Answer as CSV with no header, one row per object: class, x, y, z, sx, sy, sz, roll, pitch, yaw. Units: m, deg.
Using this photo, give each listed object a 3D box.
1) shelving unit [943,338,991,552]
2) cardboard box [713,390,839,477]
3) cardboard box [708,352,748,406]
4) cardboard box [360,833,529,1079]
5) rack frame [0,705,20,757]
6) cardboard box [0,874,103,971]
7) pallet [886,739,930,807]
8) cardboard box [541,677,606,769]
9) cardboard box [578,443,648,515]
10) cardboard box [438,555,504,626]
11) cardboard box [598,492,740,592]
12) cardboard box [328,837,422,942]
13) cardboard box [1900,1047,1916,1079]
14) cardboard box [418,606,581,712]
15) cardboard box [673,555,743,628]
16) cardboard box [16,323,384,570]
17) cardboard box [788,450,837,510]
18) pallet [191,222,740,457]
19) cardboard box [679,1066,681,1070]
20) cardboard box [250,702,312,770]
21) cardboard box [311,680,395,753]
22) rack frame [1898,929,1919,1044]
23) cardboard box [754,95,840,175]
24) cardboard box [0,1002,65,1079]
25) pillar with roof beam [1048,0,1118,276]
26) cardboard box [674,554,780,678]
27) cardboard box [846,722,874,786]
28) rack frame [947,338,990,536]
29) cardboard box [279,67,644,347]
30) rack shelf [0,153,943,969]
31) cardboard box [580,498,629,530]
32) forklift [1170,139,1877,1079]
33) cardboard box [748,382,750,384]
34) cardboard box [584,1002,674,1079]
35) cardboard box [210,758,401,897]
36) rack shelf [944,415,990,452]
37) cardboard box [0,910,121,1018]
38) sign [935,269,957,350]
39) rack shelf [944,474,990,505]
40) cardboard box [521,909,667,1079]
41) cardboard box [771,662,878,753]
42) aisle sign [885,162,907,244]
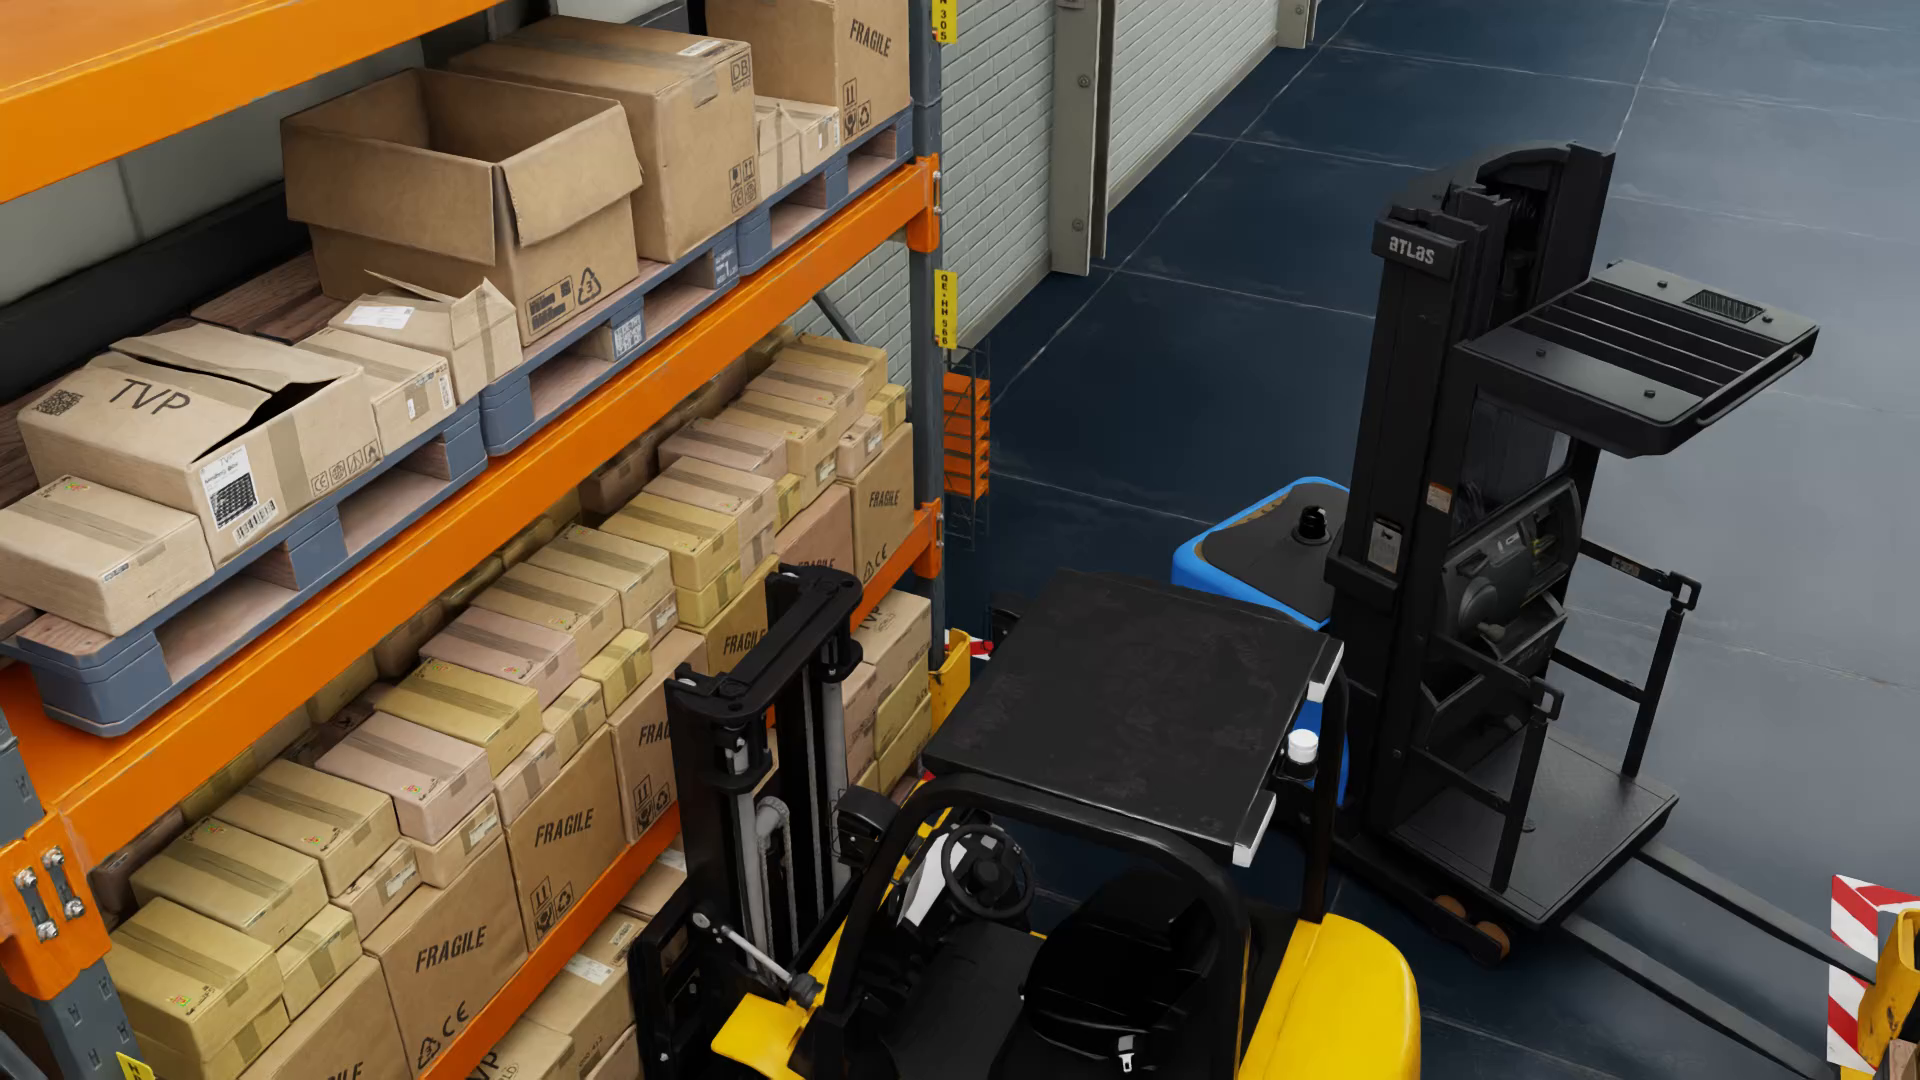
shelving unit,0.006,-0.509,8.800,0.258,1.200,0.189,14,36,20
cardboard box,-0.663,-0.389,6.023,0.380,0.149,0.250,15,36,22
cardboard box,-1.048,-0.646,6.415,0.380,0.149,0.250,15,36,22
cardboard box,-1.593,1.081,4.643,0.500,0.500,0.500,15,36,21
rack frame,-2.219,-0.962,2.379,1.000,3.000,0.127,14,36,20
cardboard box,-2.359,0.881,4.085,0.380,0.149,0.250,14,36,21
pallet,-0.827,1.111,7.231,1.003,0.211,1.213,14,36,20
cardboard box,-1.285,0.505,4.931,0.380,0.149,0.250,13,35,19
cardboard box,-1.322,-0.250,5.811,0.380,0.149,0.250,15,36,22
cardboard box,-1.660,0.132,5.228,0.380,0.149,0.250,15,36,22
cardboard box,-0.946,0.003,5.425,0.380,0.149,0.250,15,36,21
cardboard box,-1.656,0.870,4.373,0.380,0.149,0.250,14,36,20
cardboard box,3.376,2.004,5.451,0.500,0.250,0.500,14,36,20
cardboard box,-1.349,0.359,4.881,0.380,0.149,0.250,14,36,20
cardboard box,-0.950,0.123,5.512,0.380,0.149,0.250,14,36,21
cardboard box,-1.649,-0.246,3.630,0.500,0.311,0.500,15,36,21
cardboard box,-0.680,-0.272,6.115,0.380,0.149,0.250,15,36,21
pallet,-1.374,-0.707,4.806,1.003,0.211,1.213,14,36,20
cardboard box,-1.086,1.592,6.080,0.500,0.250,0.500,15,36,22
cardboard box,-2.070,0.492,4.679,0.380,0.149,0.250,13,36,20
cardboard box,-1.864,0.512,4.919,0.380,0.149,0.250,15,36,22
rack frame,3.965,0.692,5.328,1.000,3.000,0.127,14,36,20
cardboard box,-0.616,-1.330,5.430,0.380,0.149,0.250,13,35,19
cardboard box,-2.276,1.219,4.432,0.500,0.500,0.500,14,36,20
pillar with roof beam,4.765,-4.815,8.254,9.100,9.000,0.400,14,36,20
cardboard box,-0.952,0.330,5.789,0.500,0.500,0.500,13,36,20
cardboard box,-0.684,0.881,6.707,0.500,0.250,0.500,14,36,20
rack frame,0.044,-0.555,8.870,0.240,1.200,0.006,14,36,20
cardboard box,-1.308,-0.914,4.473,0.797,0.503,0.637,15,36,22
rack shelf,-1.382,-0.403,4.918,1.077,0.370,4.000,14,36,20
cardboard box,-1.416,-0.159,5.943,0.380,0.149,0.250,15,36,21
forklift,2.259,0.130,6.247,1.130,2.935,3.031,-27,42,-34
cardboard box,-0.923,-0.649,6.690,0.380,0.149,0.250,13,36,19
cardboard box,-1.306,1.643,5.546,0.500,0.250,0.500,14,36,20
cardboard box,-1.690,0.739,4.302,0.380,0.149,0.250,14,36,20
rack shelf,0.006,-0.572,8.759,0.258,0.103,0.180,14,36,20
cardboard box,-2.317,1.015,4.152,0.380,0.149,0.250,14,36,20
sign,-0.058,-0.897,6.479,0.100,0.325,0.005,14,36,20
rack shelf,0.006,-0.271,8.956,0.258,0.103,0.180,14,36,20
cardboard box,-1.310,1.431,5.413,0.500,0.250,0.500,15,36,22
cardboard box,-0.663,0.667,6.578,0.500,0.250,0.500,15,36,21
aisle sign,-0.251,-1.498,6.296,0.394,0.787,0.004,14,36,20
